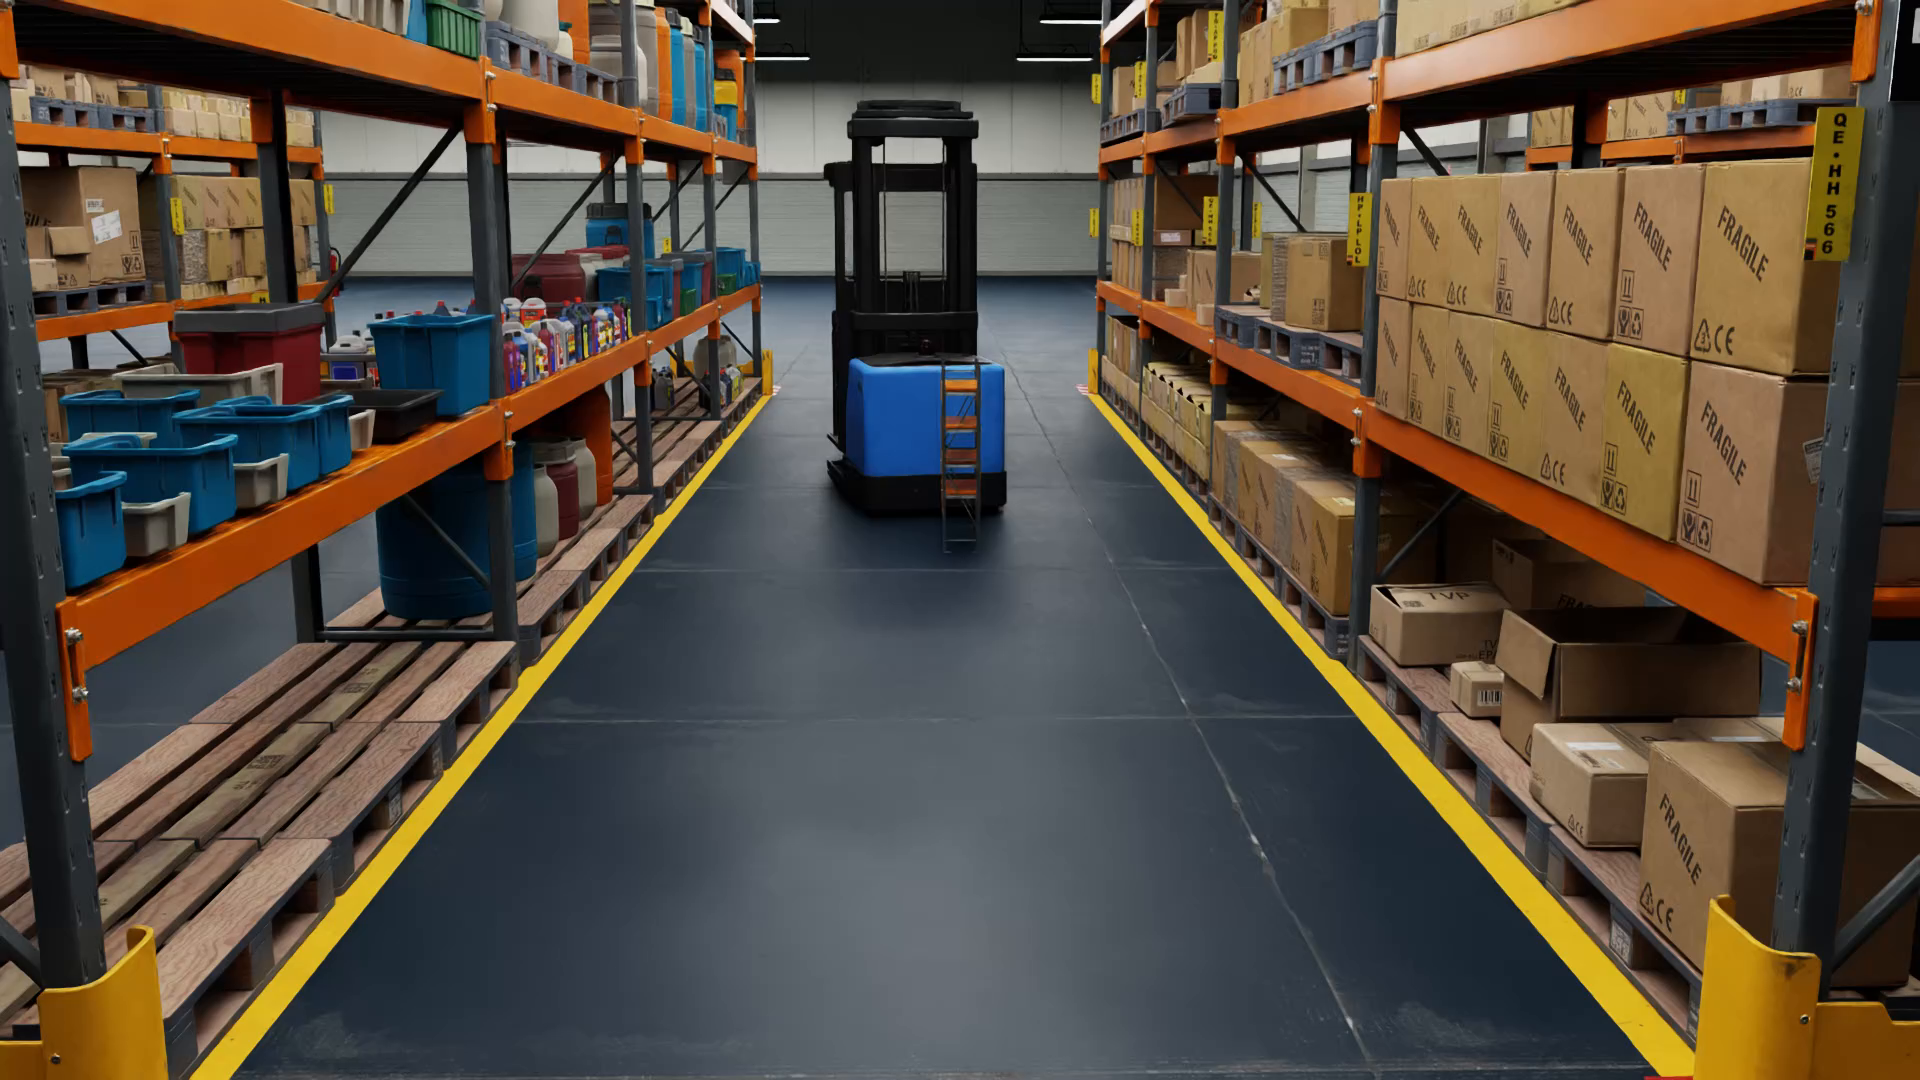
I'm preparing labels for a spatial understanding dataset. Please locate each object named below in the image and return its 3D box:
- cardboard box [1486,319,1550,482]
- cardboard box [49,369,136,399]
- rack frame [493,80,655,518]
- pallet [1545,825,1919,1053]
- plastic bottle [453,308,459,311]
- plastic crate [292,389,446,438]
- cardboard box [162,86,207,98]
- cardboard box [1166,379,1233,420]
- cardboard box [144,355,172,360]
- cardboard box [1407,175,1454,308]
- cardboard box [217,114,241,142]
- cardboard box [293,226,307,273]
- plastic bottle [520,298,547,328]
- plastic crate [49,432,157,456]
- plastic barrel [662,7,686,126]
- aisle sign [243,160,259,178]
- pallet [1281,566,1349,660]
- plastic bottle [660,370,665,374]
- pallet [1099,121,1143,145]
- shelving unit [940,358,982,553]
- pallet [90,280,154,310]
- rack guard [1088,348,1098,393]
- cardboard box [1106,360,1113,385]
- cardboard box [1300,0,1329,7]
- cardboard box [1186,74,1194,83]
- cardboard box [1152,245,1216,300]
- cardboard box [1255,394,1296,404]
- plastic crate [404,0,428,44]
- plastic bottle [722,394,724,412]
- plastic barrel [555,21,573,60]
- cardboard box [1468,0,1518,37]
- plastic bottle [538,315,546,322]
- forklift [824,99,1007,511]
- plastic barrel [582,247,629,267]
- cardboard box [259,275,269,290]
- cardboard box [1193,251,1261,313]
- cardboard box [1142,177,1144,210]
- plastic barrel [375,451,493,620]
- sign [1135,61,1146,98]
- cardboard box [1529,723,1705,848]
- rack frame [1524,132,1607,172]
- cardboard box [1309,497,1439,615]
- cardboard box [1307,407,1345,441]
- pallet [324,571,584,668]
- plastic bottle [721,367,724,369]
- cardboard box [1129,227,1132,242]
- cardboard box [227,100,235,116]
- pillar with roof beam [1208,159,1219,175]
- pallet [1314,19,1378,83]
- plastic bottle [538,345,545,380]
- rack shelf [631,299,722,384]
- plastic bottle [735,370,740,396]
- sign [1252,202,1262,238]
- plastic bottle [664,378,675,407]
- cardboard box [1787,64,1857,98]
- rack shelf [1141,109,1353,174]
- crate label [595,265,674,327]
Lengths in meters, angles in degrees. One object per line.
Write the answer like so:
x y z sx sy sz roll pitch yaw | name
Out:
2.134 -0.484 5.649 0.500 0.500 0.500 0 11 -2 | cardboard box
-7.716 -1.258 14.899 0.700 0.500 0.500 -1 12 -6 | cardboard box
-2.673 -1.615 11.477 1.000 3.000 0.127 0 11 -1 | rack frame
2.426 1.149 4.868 1.003 0.211 1.213 0 11 -1 | pallet
-3.009 -1.241 9.925 0.061 0.283 0.133 0 11 -1 | plastic bottle
-2.299 -0.493 6.488 0.437 0.125 0.590 0 11 -1 | plastic crate
-8.030 -4.799 17.368 0.500 0.500 0.500 0 11 -1 | cardboard box
1.989 -1.174 13.752 0.500 0.311 0.500 0 11 0 | cardboard box
-7.695 -1.564 16.456 0.500 0.500 0.500 4 12 17 | cardboard box
2.101 -1.181 6.572 0.500 0.500 0.500 -1 11 -3 | cardboard box
-7.477 -4.081 16.464 0.500 0.250 0.500 -1 11 -3 | cardboard box
-7.676 -3.172 18.149 0.875 0.500 0.500 0 11 -1 | cardboard box
-2.835 -1.468 11.062 0.152 0.276 0.135 0 11 -1 | plastic bottle
-2.752 -0.258 5.300 0.298 0.136 0.250 0 11 -1 | plastic crate
-2.501 -3.766 13.272 0.600 0.901 0.708 0 11 -1 | plastic barrel
-8.092 -4.470 19.011 0.394 0.787 0.004 0 11 -1 | aisle sign
2.307 0.365 8.728 1.003 0.211 1.213 0 11 -1 | pallet
-3.103 -1.634 17.326 0.097 0.271 0.097 0 11 0 | plastic bottle
2.103 -4.511 18.429 1.003 0.211 1.213 0 11 -1 | pallet
0.003 -0.555 10.778 0.258 1.200 0.503 0 11 -1 | shelving unit
-7.837 -2.144 14.563 1.003 0.211 1.213 0 11 -1 | pallet
2.113 -2.005 19.684 1.175 0.500 0.348 0 11 -1 | rack guard
1.917 -1.877 18.624 0.500 0.250 0.500 0 11 -1 | cardboard box
2.303 -3.354 9.739 0.500 0.500 0.500 0 11 -1 | cardboard box
2.214 -3.801 14.026 0.500 0.250 0.500 -1 12 -7 | cardboard box
2.181 -2.567 15.917 0.700 0.500 0.500 -1 11 -3 | cardboard box
2.543 -0.978 12.783 0.500 0.311 0.500 -1 11 -3 | cardboard box
-2.252 -2.029 6.390 0.416 0.233 0.300 0 11 -1 | plastic crate
-2.326 -1.340 16.051 0.097 0.201 0.097 0 11 0 | plastic bottle
-2.504 -3.011 10.103 0.301 0.262 0.301 0 11 0 | plastic barrel
2.140 -1.940 5.909 0.500 0.250 0.500 0 11 -1 | cardboard box
-2.366 -1.142 9.468 0.097 0.271 0.097 0 11 0 | plastic bottle
-0.460 -1.891 13.008 1.130 2.935 3.031 -2 12 -11 | forklift
-2.940 -2.140 13.722 0.433 0.535 0.433 0 11 0 | plastic barrel
-7.442 -2.709 17.497 0.380 0.149 0.250 0 11 -1 | cardboard box
2.217 -2.122 13.723 0.500 0.500 0.500 0 11 -1 | cardboard box
2.169 -3.303 16.284 0.700 0.500 0.500 0 11 -1 | cardboard box
-2.585 -0.106 8.258 0.600 0.901 0.708 0 11 -1 | plastic barrel
1.642 -4.190 15.122 0.100 0.325 0.005 0 11 -1 | sign
2.197 0.791 5.424 0.500 0.250 0.500 0 11 -1 | cardboard box
7.066 -3.246 19.516 1.000 3.000 0.127 0 11 -1 | rack frame
2.065 0.073 8.337 0.500 0.500 0.500 0 11 -1 | cardboard box
2.539 -0.797 10.737 0.500 0.250 0.500 0 11 1 | cardboard box
-2.565 0.393 8.592 1.003 0.211 1.213 0 11 -1 | pallet
-2.491 -1.676 17.501 0.061 0.283 0.133 0 11 -1 | plastic bottle
1.944 -3.155 17.185 0.380 0.149 0.250 0 11 1 | cardboard box
-7.471 -4.307 16.575 0.380 0.149 0.250 0 11 -2 | cardboard box
3.022 -11.997 47.559 9.100 9.000 0.548 0 11 -1 | pillar with roof beam
2.419 -2.348 8.015 1.213 0.211 1.003 0 11 -1 | pallet
-2.204 -0.932 8.607 0.097 0.201 0.097 0 11 0 | plastic bottle
-2.714 -1.660 13.508 1.077 0.370 4.000 0 11 -1 | rack shelf
-2.381 -1.645 17.368 0.152 0.276 0.135 -1 11 -3 | plastic bottle
2.739 -2.963 15.406 0.100 0.325 0.005 0 11 -1 | sign
-2.914 -1.462 16.464 0.152 0.276 0.135 0 11 -1 | plastic bottle
7.106 -3.822 13.501 0.500 0.500 0.500 -1 11 -3 | cardboard box
2.238 -3.150 13.306 1.077 0.370 4.000 0 11 -1 | rack shelf
-2.423 -1.831 12.452 0.502 0.435 0.616 0 11 -1 | crate label
